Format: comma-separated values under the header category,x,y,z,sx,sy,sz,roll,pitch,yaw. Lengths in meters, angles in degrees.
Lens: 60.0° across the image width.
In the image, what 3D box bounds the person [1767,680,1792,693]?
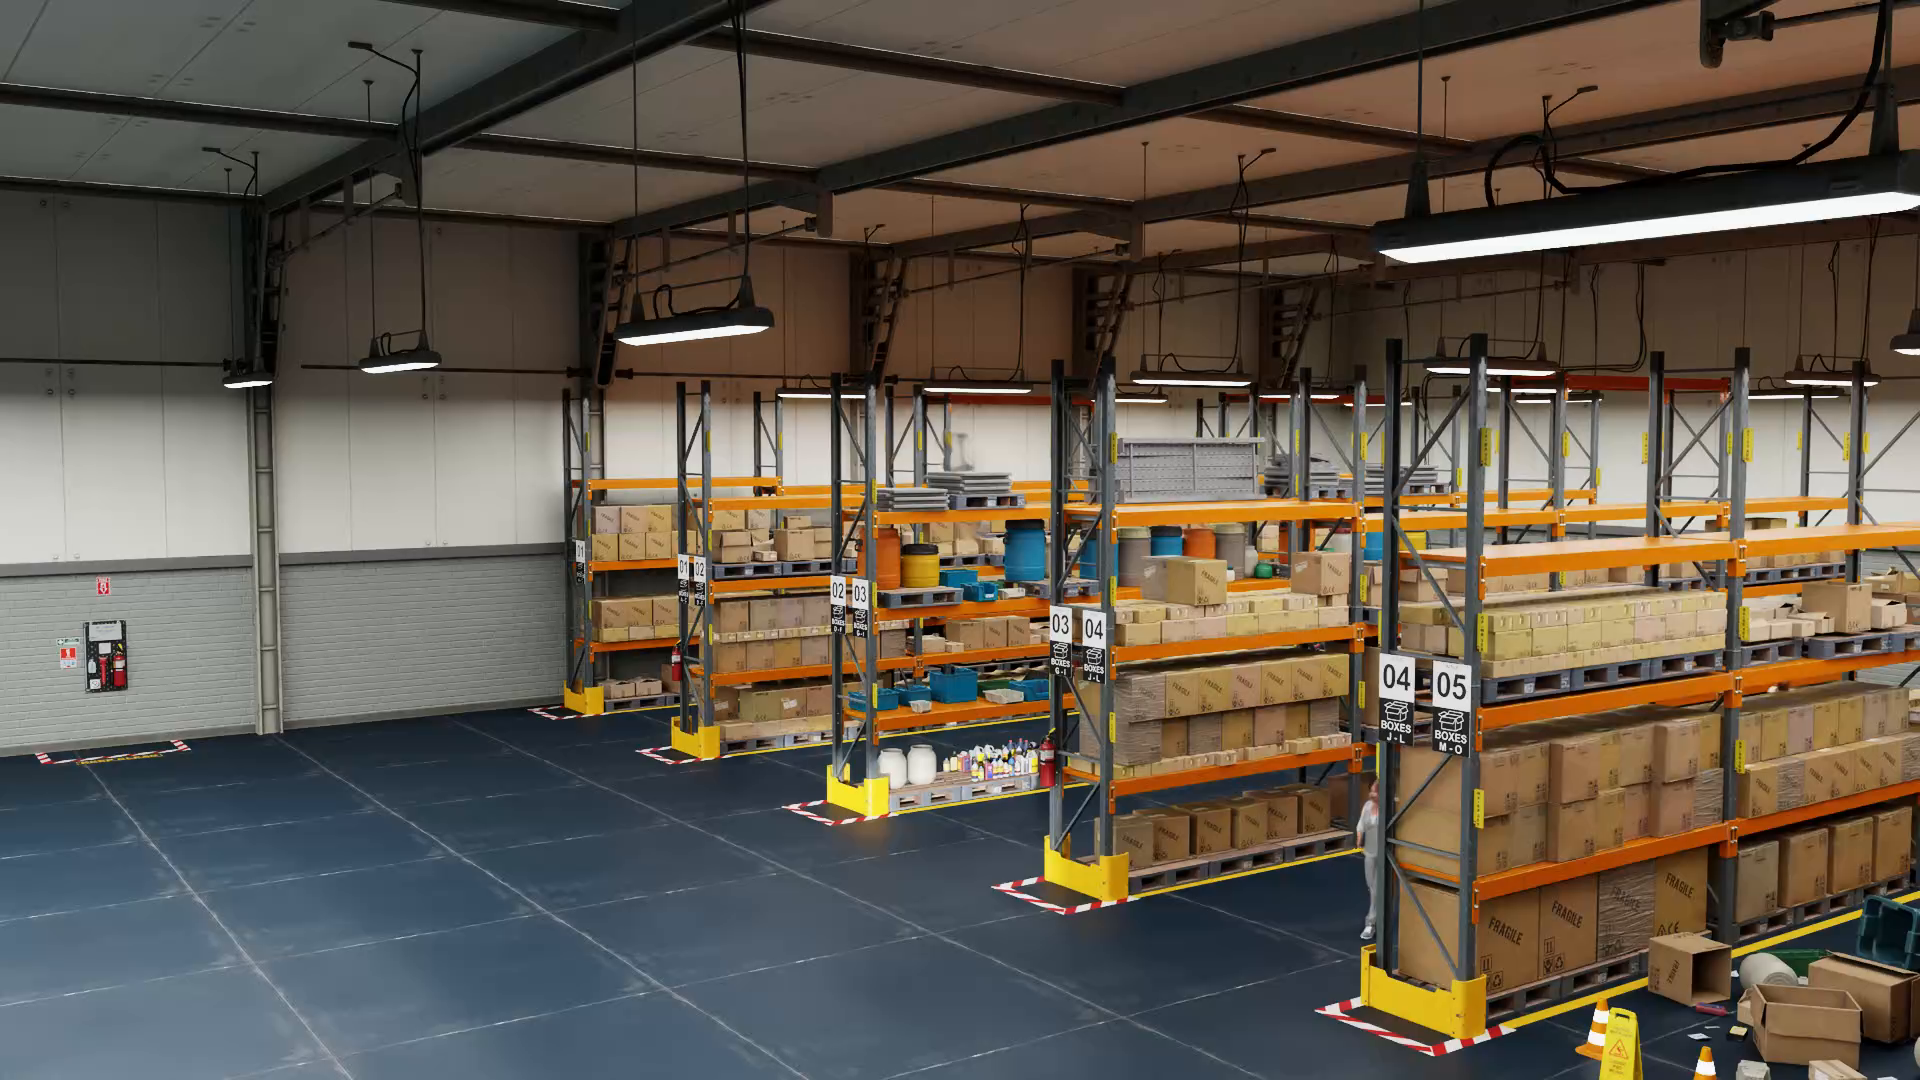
category,x,y,z,sx,sy,sz,roll,pitch,yaw
person,11.824,2.733,23.935,0.964,1.763,0.695,-3,5,-36

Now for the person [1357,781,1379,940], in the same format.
category,x,y,z,sx,sy,sz,roll,pitch,yaw
person,4.385,3.277,17.240,0.548,1.595,0.806,3,5,43
